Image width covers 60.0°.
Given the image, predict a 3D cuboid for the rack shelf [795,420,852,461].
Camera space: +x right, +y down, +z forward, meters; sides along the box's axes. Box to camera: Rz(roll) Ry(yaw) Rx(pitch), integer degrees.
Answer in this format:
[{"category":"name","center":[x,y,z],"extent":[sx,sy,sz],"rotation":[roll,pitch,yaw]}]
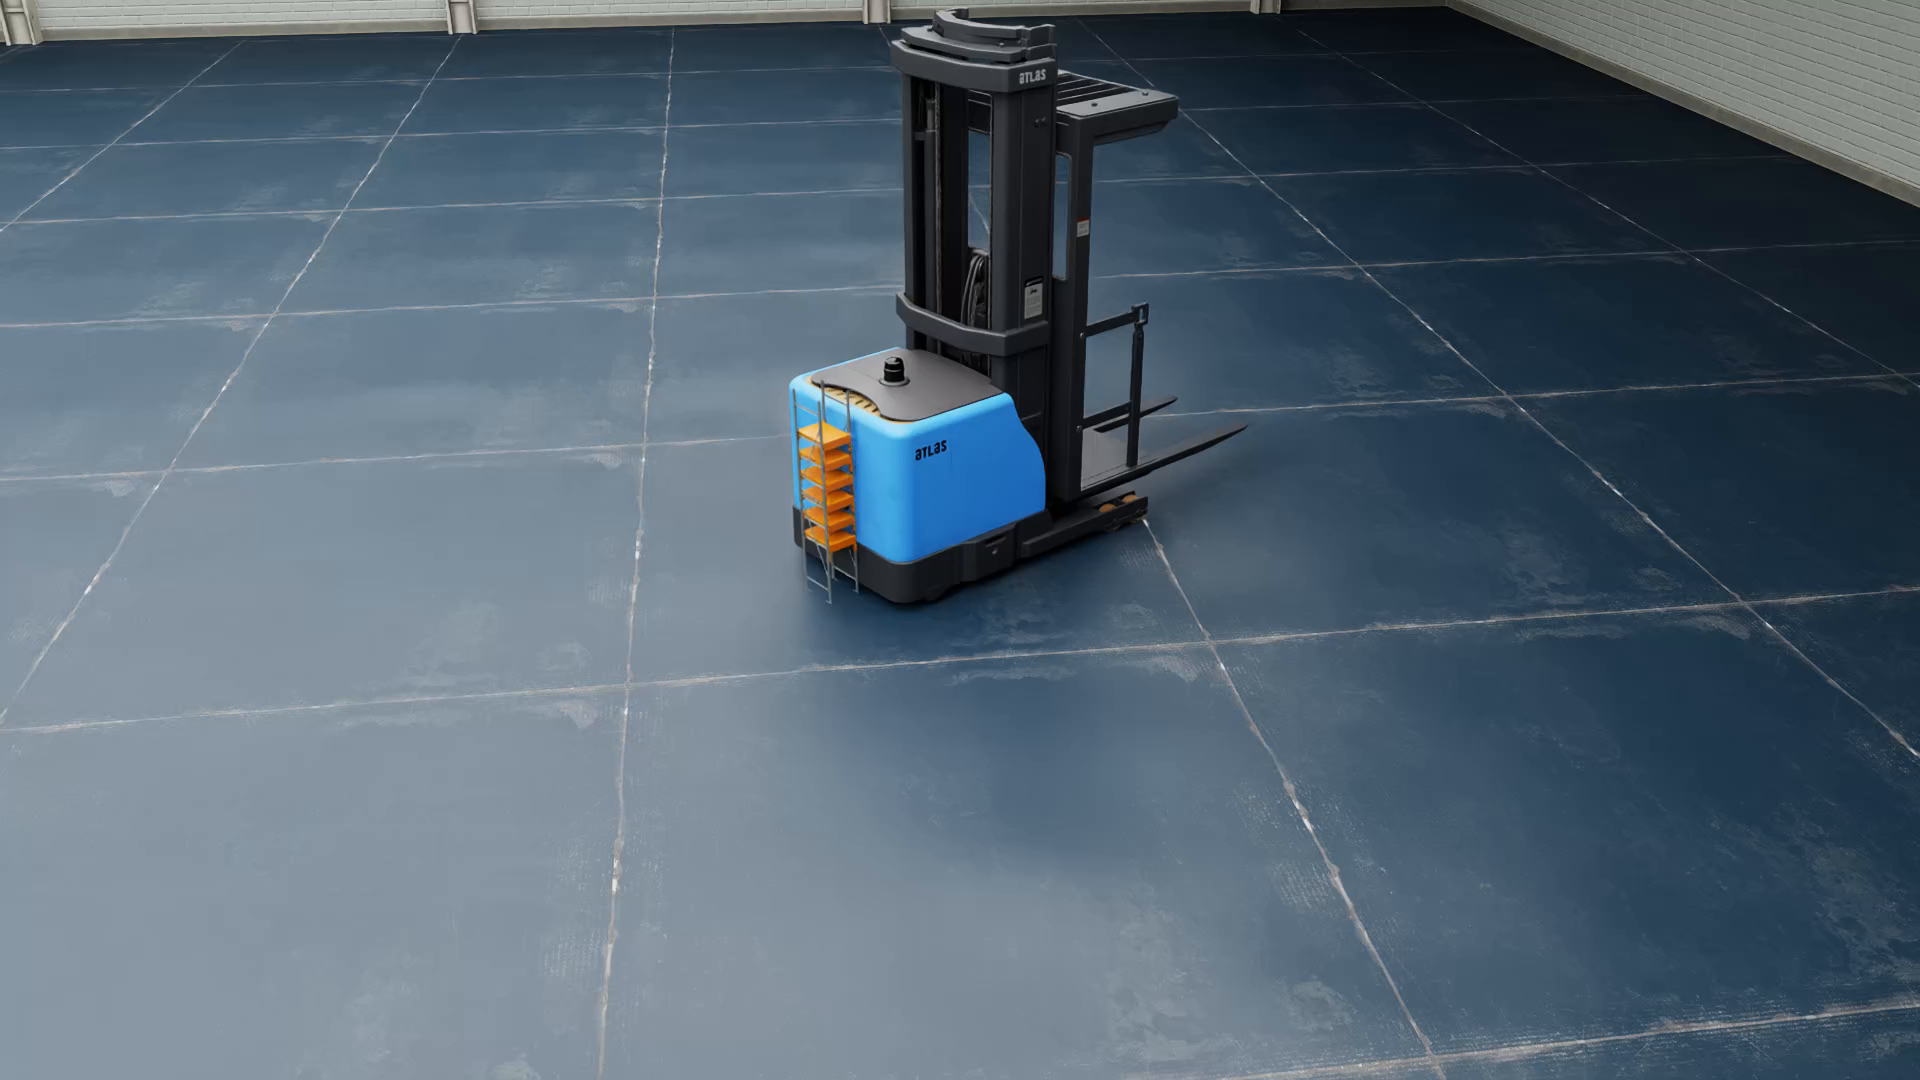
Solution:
[{"category":"rack shelf","center":[-0.720,-0.527,8.767],"extent":[0.180,0.103,0.258],"rotation":[-22,35,-35]}]

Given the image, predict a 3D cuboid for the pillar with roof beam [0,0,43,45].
[{"category":"pillar with roof beam","center":[-12.530,-9.041,17.514],"extent":[0.400,9.000,9.100],"rotation":[-4,27,-7]}]

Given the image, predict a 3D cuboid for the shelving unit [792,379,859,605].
[{"category":"shelving unit","center":[-0.716,-0.248,8.915],"extent":[0.189,1.200,0.258],"rotation":[-22,35,-35]}]

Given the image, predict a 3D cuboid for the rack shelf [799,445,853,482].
[{"category":"rack shelf","center":[-0.718,-0.421,8.823],"extent":[0.180,0.103,0.258],"rotation":[-22,35,-35]}]

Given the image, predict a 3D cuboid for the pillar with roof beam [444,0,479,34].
[{"category":"pillar with roof beam","center":[-6.589,-9.423,18.258],"extent":[0.400,9.000,9.100],"rotation":[-4,27,-7]}]

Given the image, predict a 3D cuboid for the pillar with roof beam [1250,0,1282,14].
[{"category":"pillar with roof beam","center":[5.294,-10.186,19.745],"extent":[0.400,9.000,9.100],"rotation":[-4,27,-7]}]

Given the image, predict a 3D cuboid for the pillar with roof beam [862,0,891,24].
[{"category":"pillar with roof beam","center":[-0.647,-9.805,19.001],"extent":[0.400,9.000,9.100],"rotation":[-4,27,-7]}]

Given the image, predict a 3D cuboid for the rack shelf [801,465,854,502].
[{"category":"rack shelf","center":[-0.717,-0.315,8.880],"extent":[0.180,0.103,0.258],"rotation":[-22,35,-35]}]

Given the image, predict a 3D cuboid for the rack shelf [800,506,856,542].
[{"category":"rack shelf","center":[-0.713,-0.102,8.992],"extent":[0.180,0.103,0.258],"rotation":[-22,35,-35]}]

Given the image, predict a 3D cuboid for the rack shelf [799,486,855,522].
[{"category":"rack shelf","center":[-0.715,-0.209,8.936],"extent":[0.180,0.103,0.258],"rotation":[-22,35,-35]}]

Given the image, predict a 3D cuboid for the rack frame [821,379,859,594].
[{"category":"rack frame","center":[-0.646,-0.277,8.967],"extent":[0.006,1.200,0.240],"rotation":[-22,35,-35]}]

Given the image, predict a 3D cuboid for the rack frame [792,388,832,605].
[{"category":"rack frame","center":[-0.785,-0.219,8.863],"extent":[0.006,1.200,0.240],"rotation":[-22,35,-35]}]

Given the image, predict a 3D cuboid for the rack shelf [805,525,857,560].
[{"category":"rack shelf","center":[-0.712,0.004,9.048],"extent":[0.180,0.103,0.258],"rotation":[-22,35,-35]}]

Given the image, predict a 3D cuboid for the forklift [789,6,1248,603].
[{"category":"forklift","center":[0.491,-1.512,9.487],"extent":[3.031,2.935,1.130],"rotation":[-21,34,-35]}]
